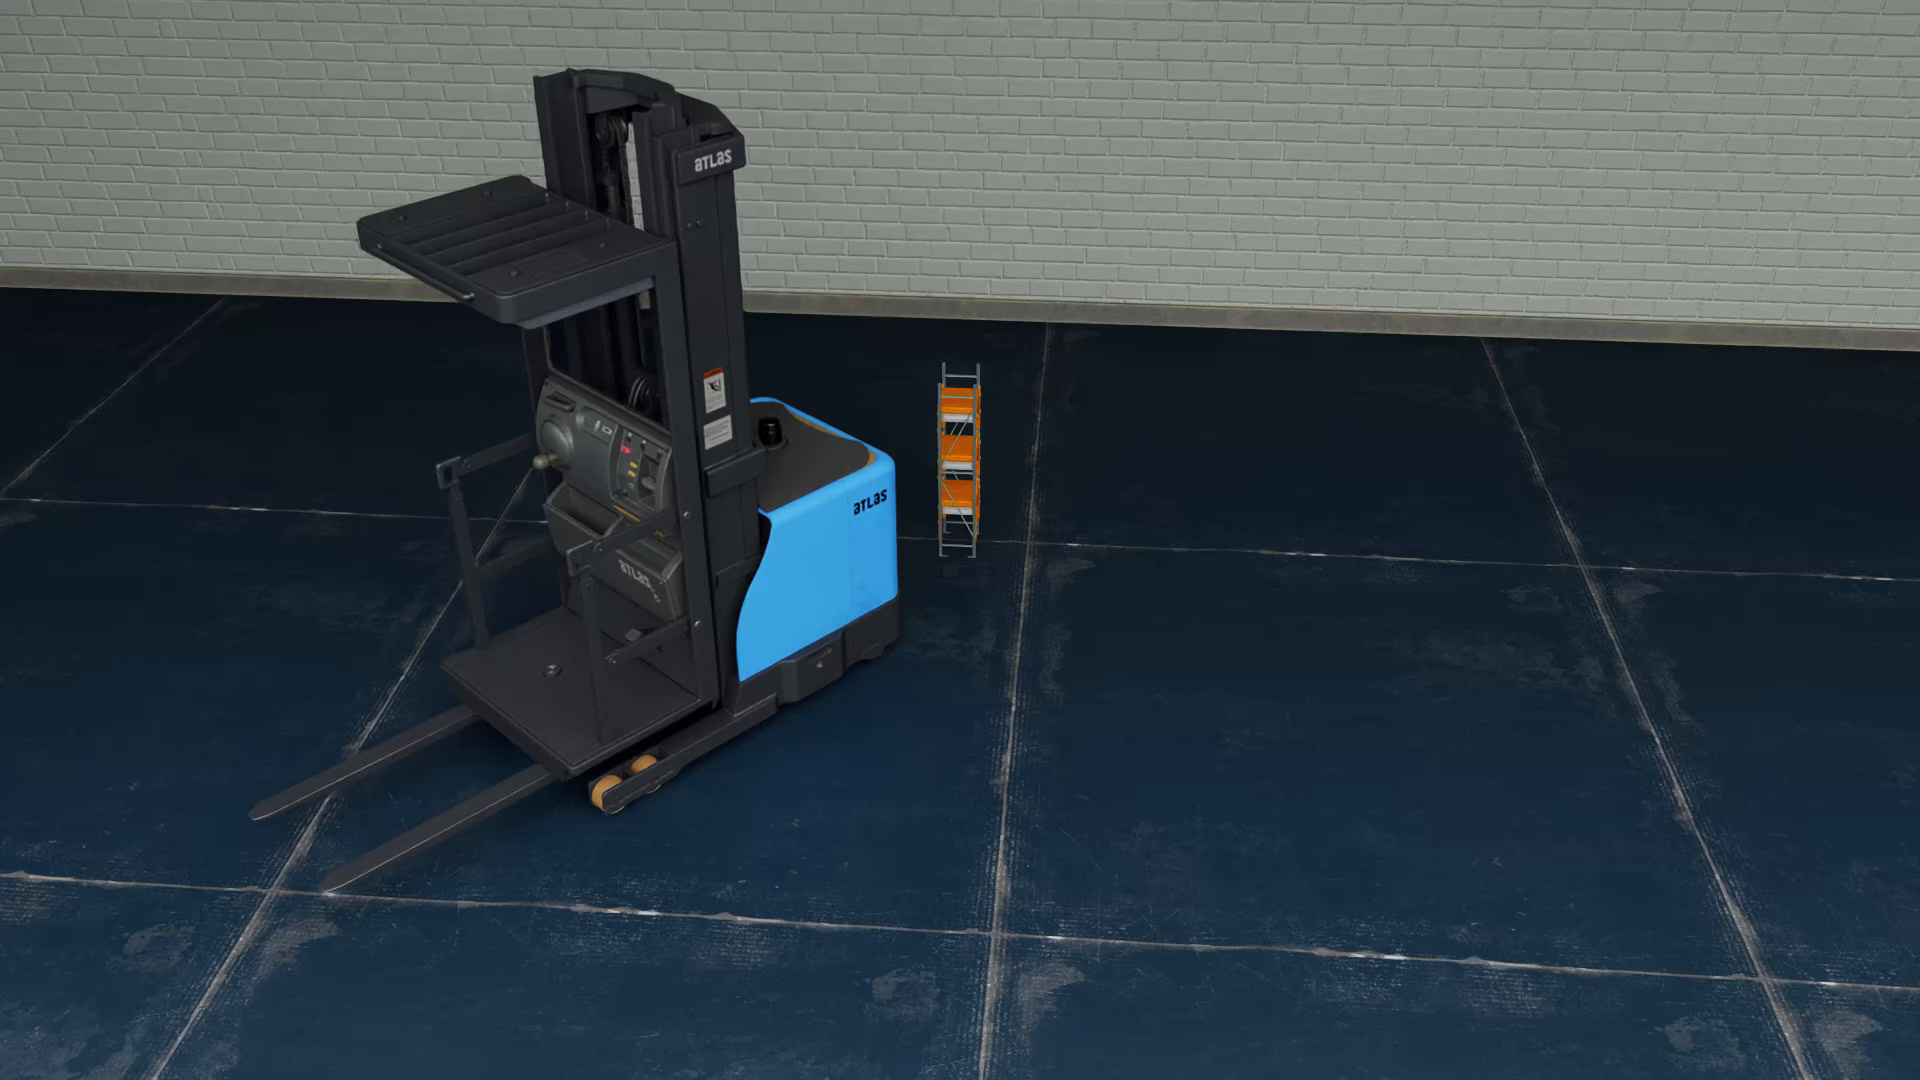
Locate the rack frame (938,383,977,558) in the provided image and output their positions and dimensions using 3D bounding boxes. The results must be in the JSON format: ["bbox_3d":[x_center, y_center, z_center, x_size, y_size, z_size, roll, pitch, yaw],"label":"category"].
[{"bbox_3d":[-0.014,-0.355,8.826,0.200,1.050,0.008,2,32,4],"label":"rack frame"}]

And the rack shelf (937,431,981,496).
[{"bbox_3d":[-0.004,-0.410,8.935,0.215,0.259,0.240,2,32,4],"label":"rack shelf"}]

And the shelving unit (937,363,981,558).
[{"bbox_3d":[-0.004,-0.419,8.929,0.215,1.050,0.252,2,32,4],"label":"shelving unit"}]

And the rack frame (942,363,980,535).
[{"bbox_3d":[0.006,-0.483,9.033,0.200,1.050,0.008,2,32,4],"label":"rack frame"}]

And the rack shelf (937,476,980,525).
[{"bbox_3d":[-0.004,-0.173,9.081,0.215,0.259,0.240,2,32,4],"label":"rack shelf"}]

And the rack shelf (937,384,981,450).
[{"bbox_3d":[-0.004,-0.652,8.786,0.215,0.259,0.240,2,32,4],"label":"rack shelf"}]

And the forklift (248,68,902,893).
[{"bbox_3d":[-1.685,-0.353,7.029,1.130,2.935,3.031,27,41,37],"label":"forklift"}]
